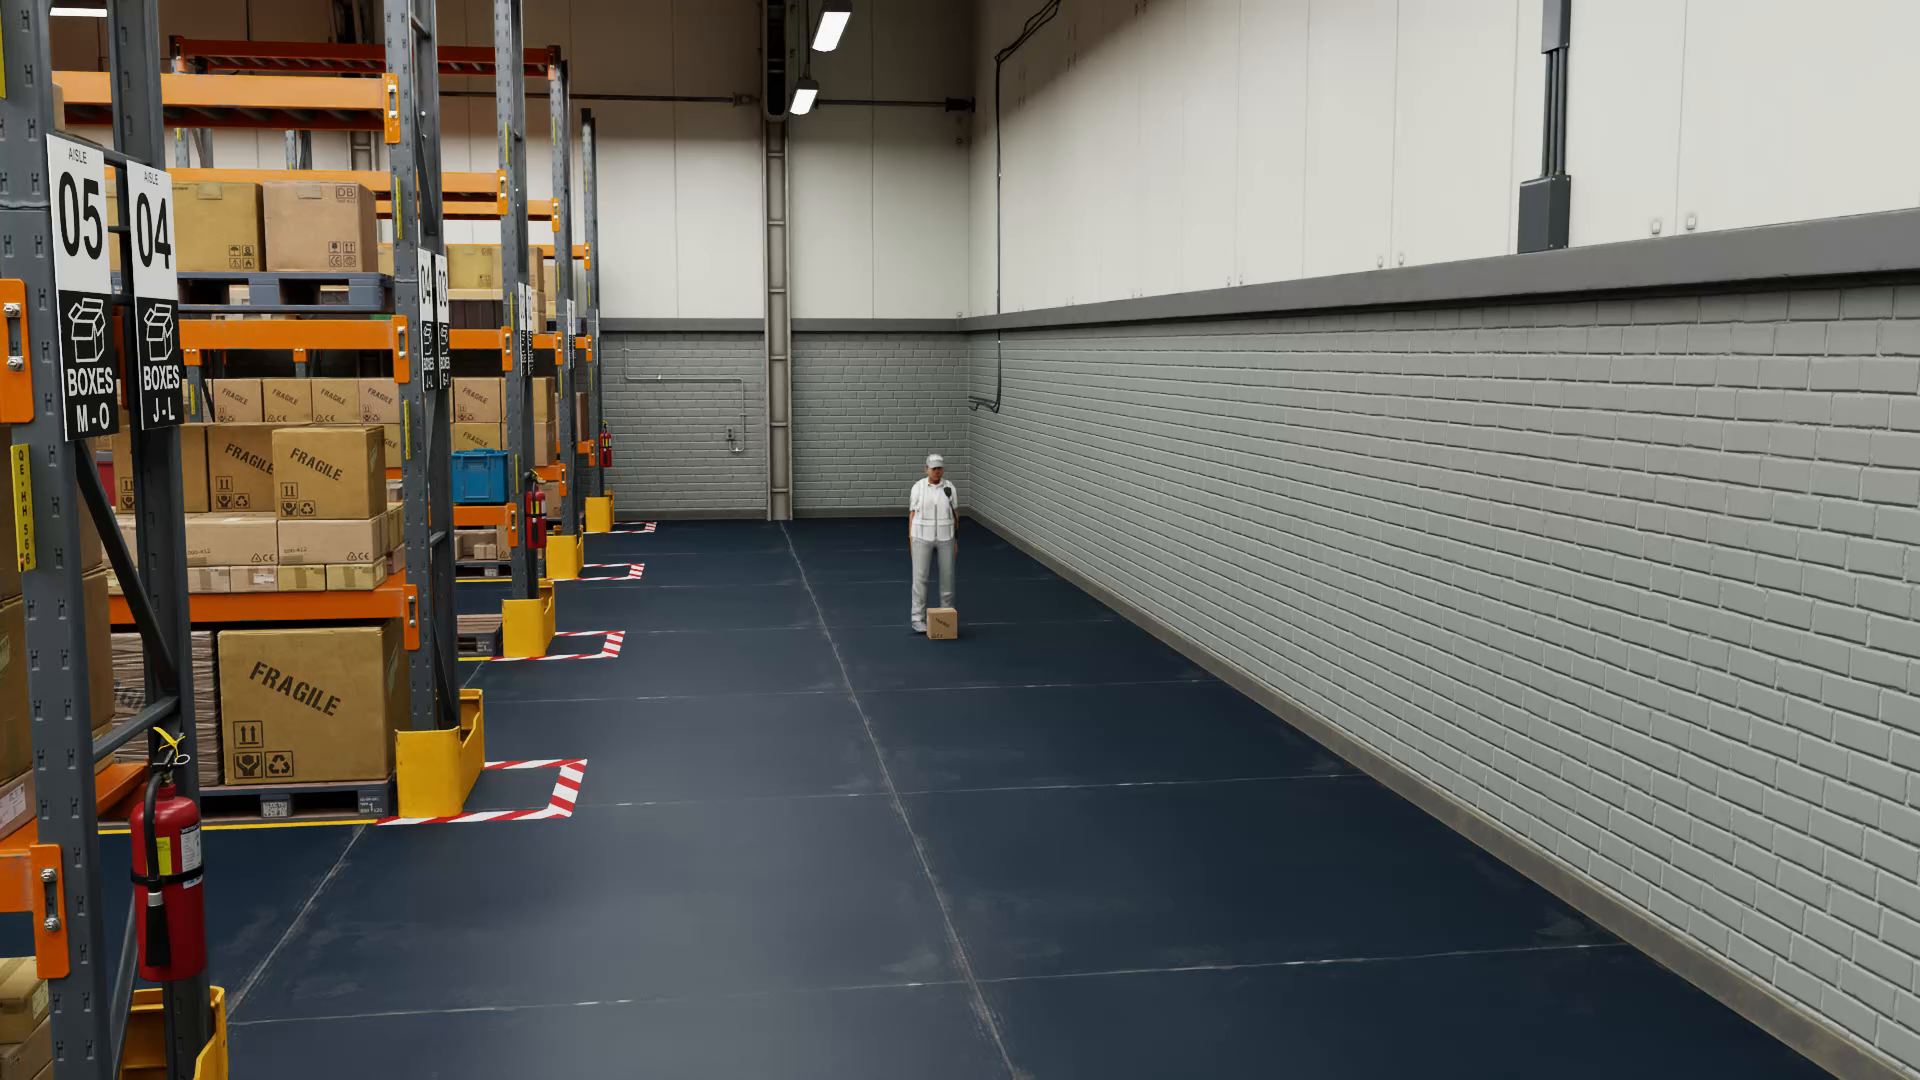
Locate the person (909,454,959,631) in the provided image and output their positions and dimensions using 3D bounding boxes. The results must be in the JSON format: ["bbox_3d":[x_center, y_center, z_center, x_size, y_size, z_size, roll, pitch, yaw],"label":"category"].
[{"bbox_3d":[-0.236,0.026,15.679,0.470,1.673,0.435,-1,7,-9],"label":"person"}]
